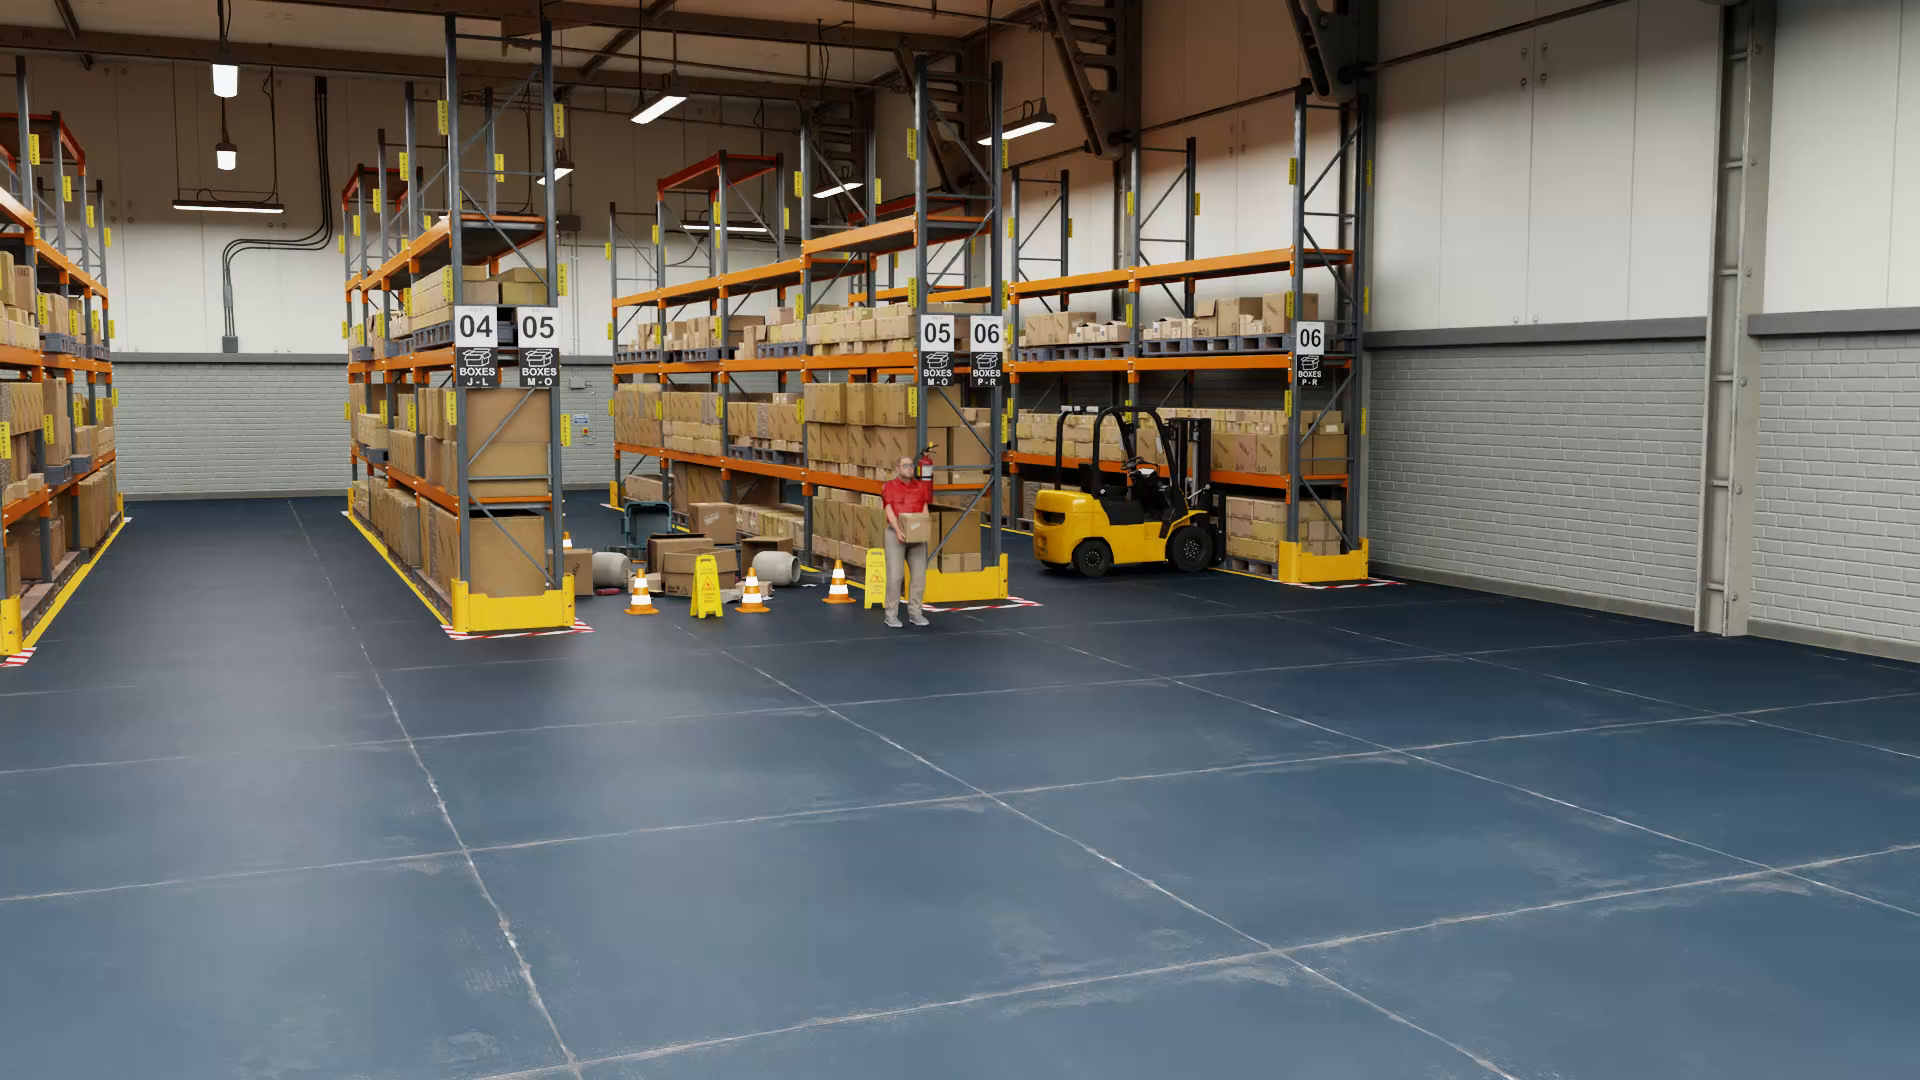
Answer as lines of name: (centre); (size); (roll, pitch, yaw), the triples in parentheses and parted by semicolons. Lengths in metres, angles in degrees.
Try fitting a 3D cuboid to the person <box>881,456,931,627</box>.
person: (-0.509, 0.015, 16.753); (0.494, 1.715, 0.537); (-2, 6, -23)
